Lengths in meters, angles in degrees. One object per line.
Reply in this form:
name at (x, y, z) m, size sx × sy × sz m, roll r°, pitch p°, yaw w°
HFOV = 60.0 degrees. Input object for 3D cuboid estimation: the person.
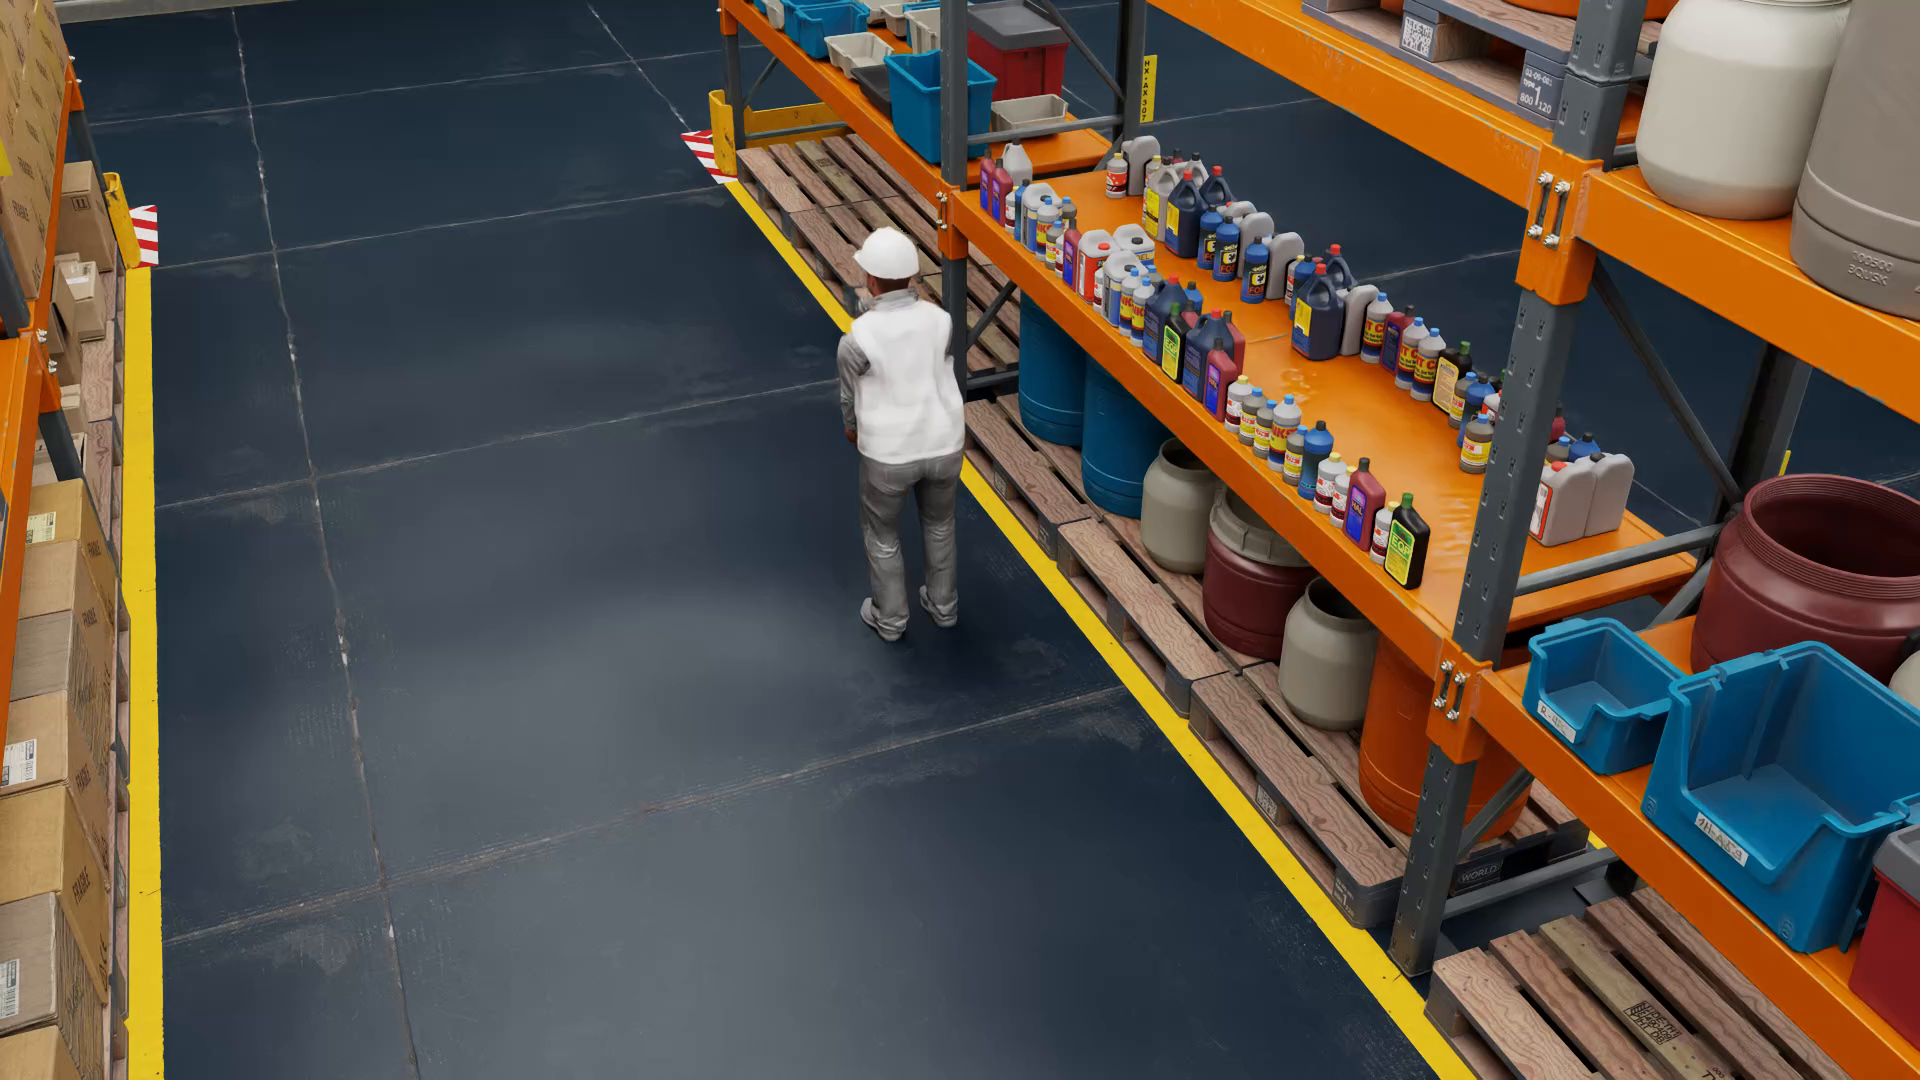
person at (-0.255, -0.425, 6.785) m, size 0.484 × 1.756 × 0.584 m, roll -14°, pitch 36°, yaw -20°
